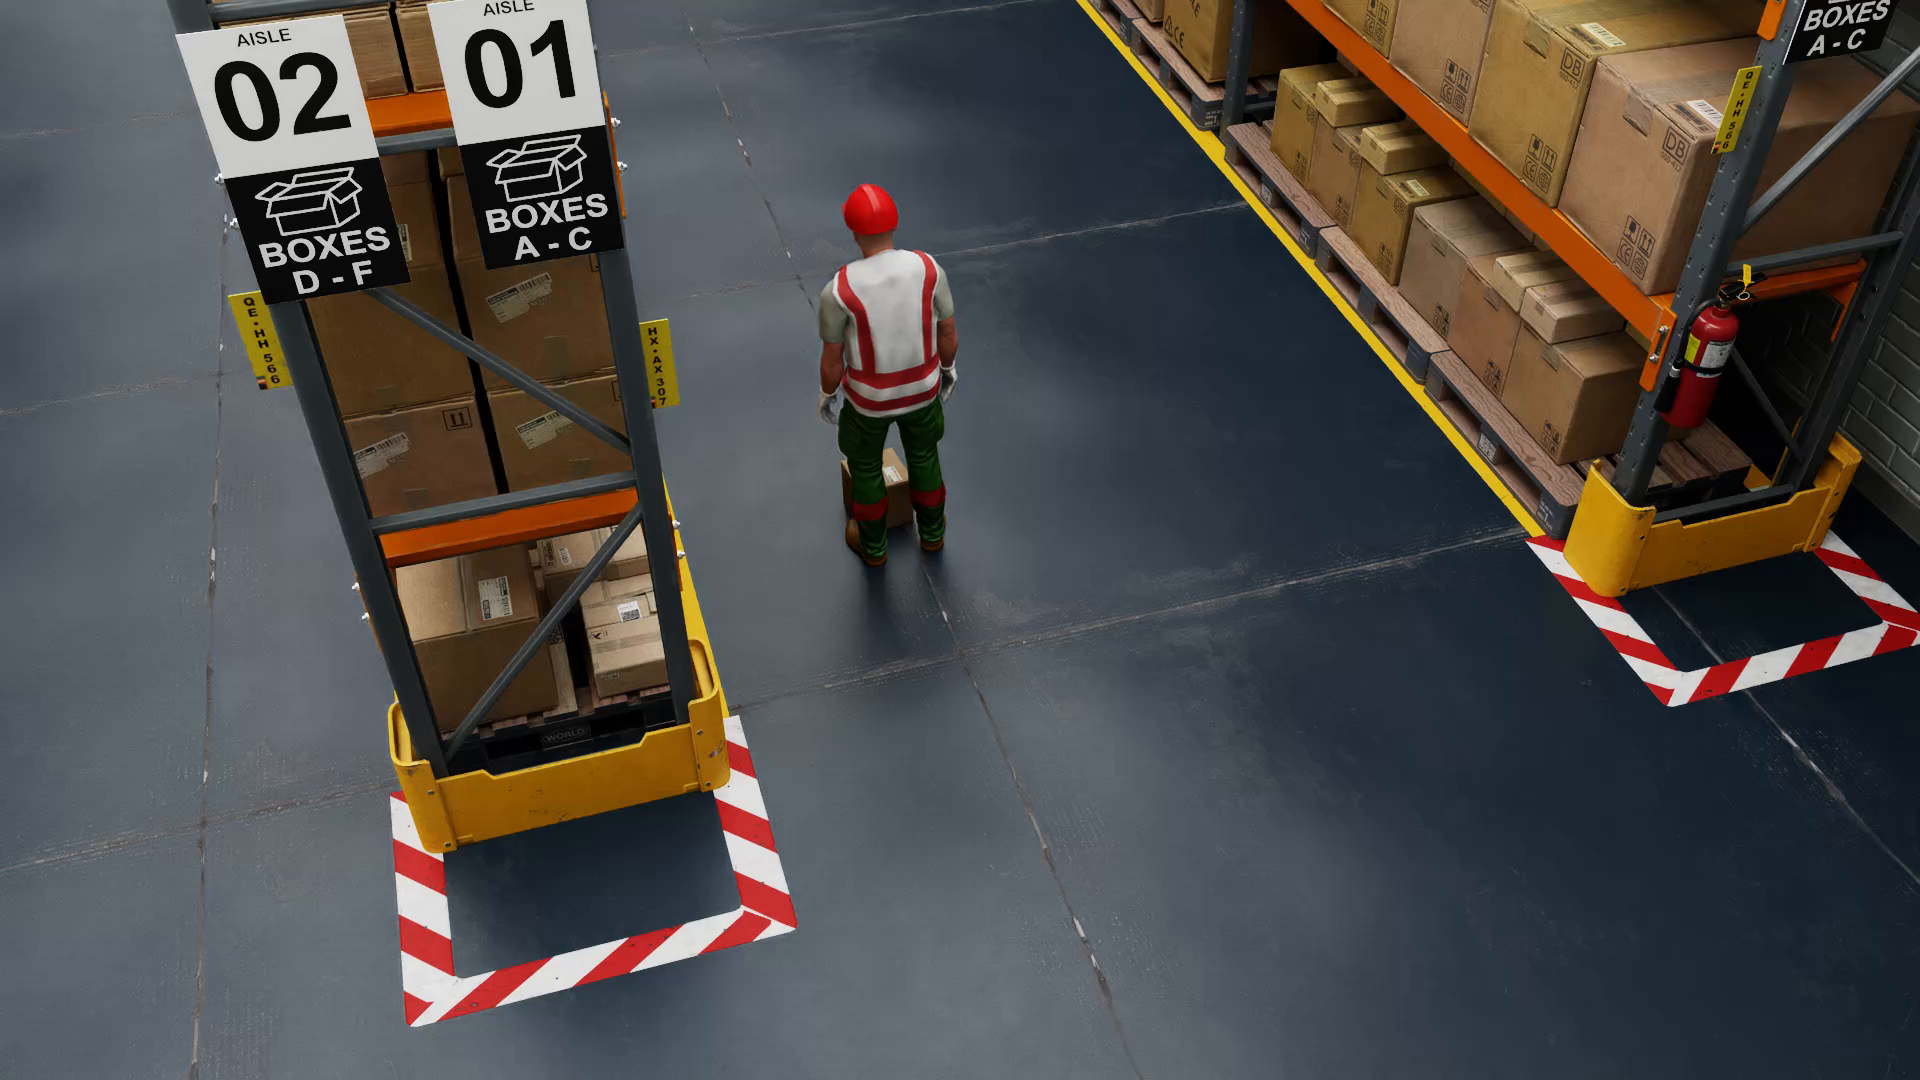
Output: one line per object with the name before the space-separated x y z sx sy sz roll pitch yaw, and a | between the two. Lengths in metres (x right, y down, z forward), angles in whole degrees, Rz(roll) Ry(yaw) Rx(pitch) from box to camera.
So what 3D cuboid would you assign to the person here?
person | -0.296 -0.642 6.865 0.608 1.779 0.449 -13 44 -14
